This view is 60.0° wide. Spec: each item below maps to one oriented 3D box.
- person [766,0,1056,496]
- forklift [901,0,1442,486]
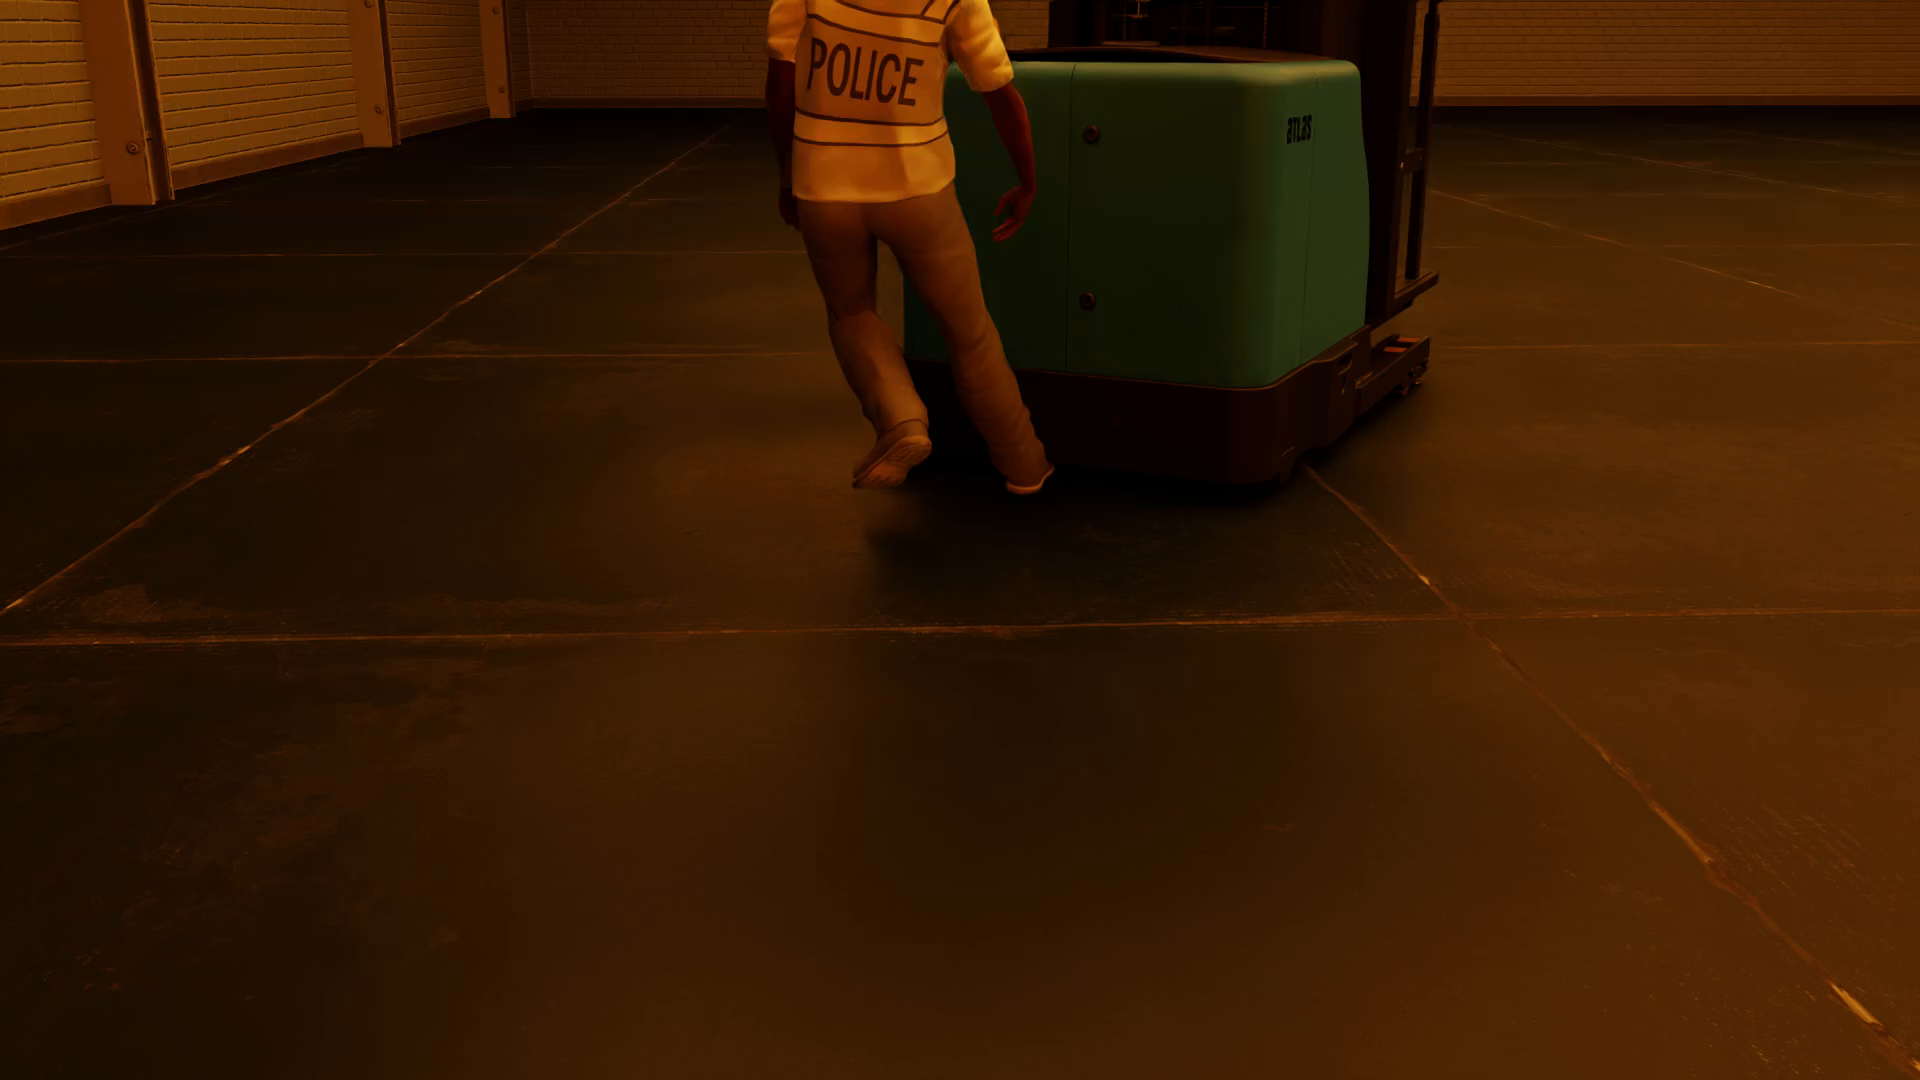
[{"bbox_3d":[-0.107,-0.867,4.015,0.657,1.586,0.682,2,17,8],"label":"person"},{"bbox_3d":[0.945,-1.924,5.198,1.130,2.935,3.031,8,19,25],"label":"forklift"}]
